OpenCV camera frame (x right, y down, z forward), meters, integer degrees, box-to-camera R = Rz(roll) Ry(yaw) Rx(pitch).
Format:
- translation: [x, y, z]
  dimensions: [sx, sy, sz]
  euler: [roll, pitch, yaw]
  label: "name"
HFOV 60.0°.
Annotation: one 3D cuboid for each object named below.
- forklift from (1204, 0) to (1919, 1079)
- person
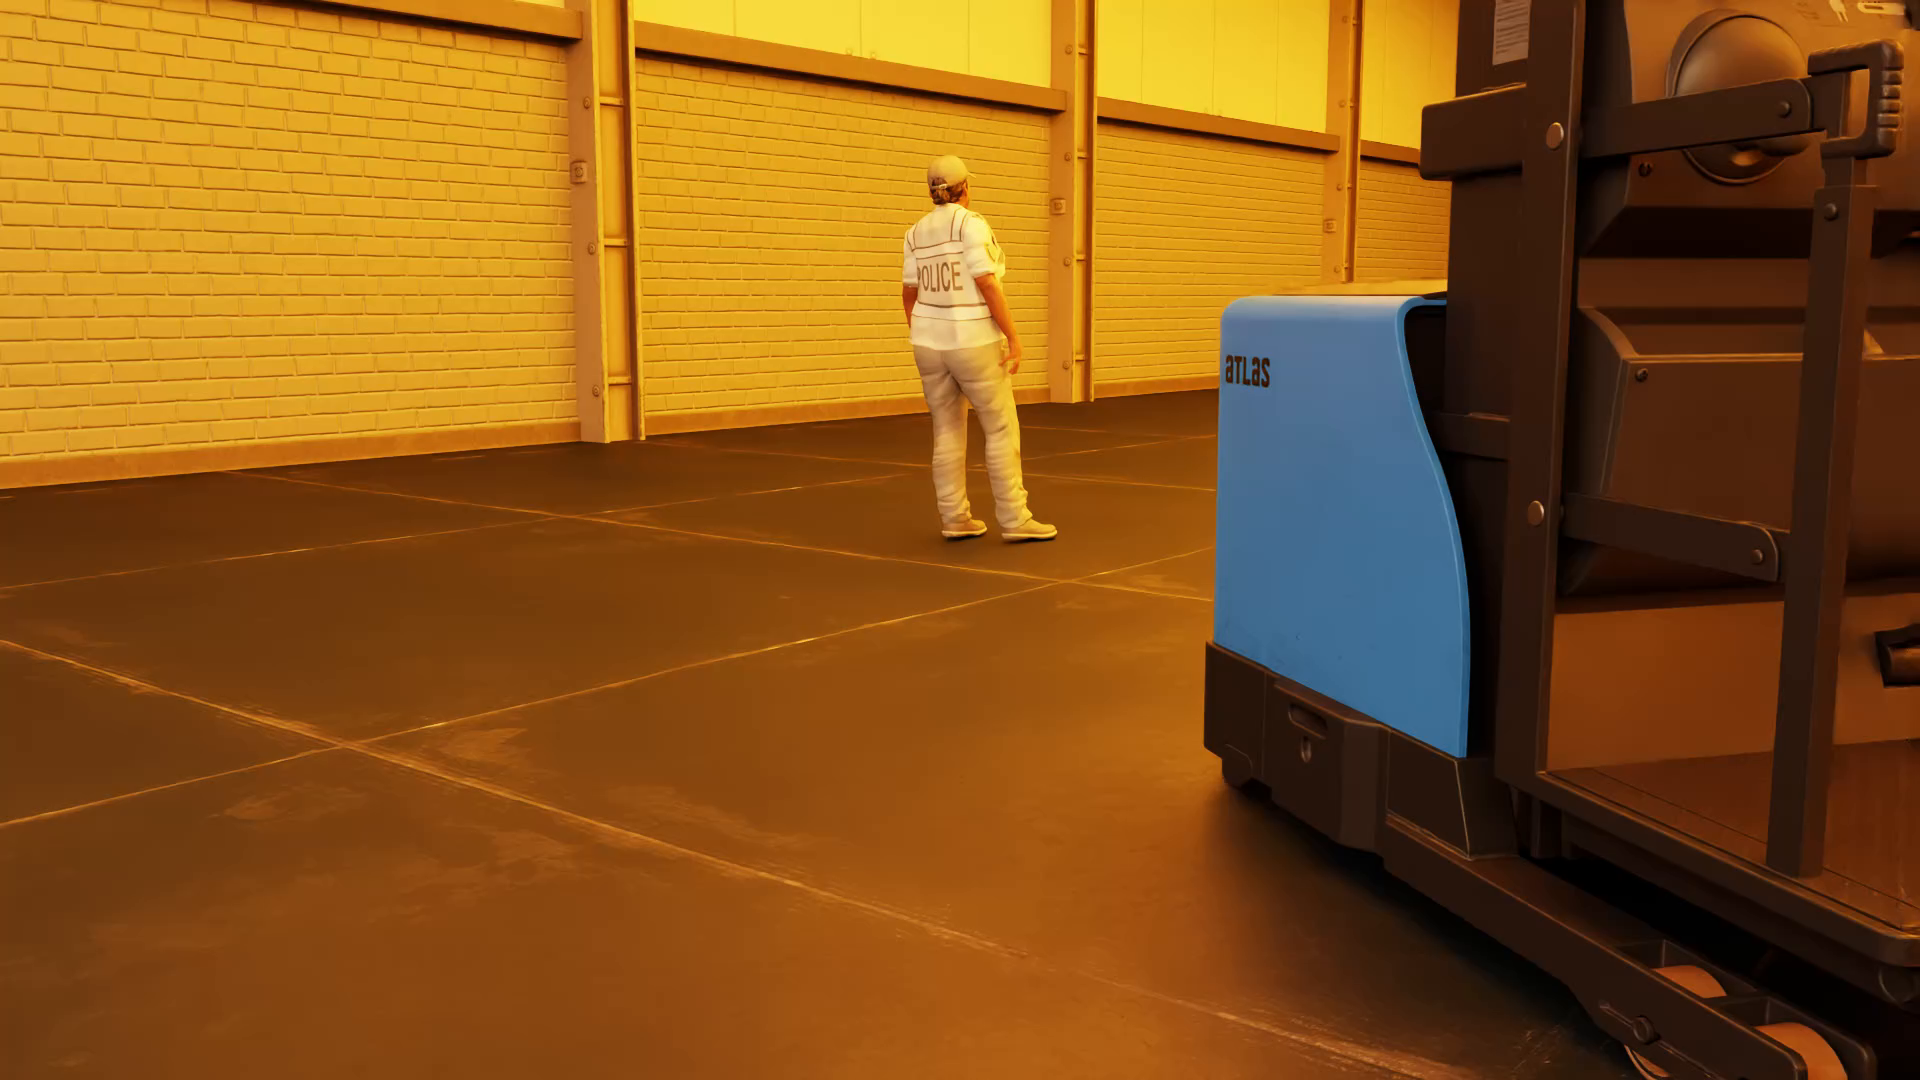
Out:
- translation: [1.445, -0.736, 2.310]
  dimensions: [1.130, 2.935, 3.031]
  euler: [-2, 9, -16]
  label: "forklift"
- translation: [0.066, -0.838, 7.328]
  dimensions: [0.598, 1.670, 0.529]
  euler: [7, 11, 38]
  label: "person"
